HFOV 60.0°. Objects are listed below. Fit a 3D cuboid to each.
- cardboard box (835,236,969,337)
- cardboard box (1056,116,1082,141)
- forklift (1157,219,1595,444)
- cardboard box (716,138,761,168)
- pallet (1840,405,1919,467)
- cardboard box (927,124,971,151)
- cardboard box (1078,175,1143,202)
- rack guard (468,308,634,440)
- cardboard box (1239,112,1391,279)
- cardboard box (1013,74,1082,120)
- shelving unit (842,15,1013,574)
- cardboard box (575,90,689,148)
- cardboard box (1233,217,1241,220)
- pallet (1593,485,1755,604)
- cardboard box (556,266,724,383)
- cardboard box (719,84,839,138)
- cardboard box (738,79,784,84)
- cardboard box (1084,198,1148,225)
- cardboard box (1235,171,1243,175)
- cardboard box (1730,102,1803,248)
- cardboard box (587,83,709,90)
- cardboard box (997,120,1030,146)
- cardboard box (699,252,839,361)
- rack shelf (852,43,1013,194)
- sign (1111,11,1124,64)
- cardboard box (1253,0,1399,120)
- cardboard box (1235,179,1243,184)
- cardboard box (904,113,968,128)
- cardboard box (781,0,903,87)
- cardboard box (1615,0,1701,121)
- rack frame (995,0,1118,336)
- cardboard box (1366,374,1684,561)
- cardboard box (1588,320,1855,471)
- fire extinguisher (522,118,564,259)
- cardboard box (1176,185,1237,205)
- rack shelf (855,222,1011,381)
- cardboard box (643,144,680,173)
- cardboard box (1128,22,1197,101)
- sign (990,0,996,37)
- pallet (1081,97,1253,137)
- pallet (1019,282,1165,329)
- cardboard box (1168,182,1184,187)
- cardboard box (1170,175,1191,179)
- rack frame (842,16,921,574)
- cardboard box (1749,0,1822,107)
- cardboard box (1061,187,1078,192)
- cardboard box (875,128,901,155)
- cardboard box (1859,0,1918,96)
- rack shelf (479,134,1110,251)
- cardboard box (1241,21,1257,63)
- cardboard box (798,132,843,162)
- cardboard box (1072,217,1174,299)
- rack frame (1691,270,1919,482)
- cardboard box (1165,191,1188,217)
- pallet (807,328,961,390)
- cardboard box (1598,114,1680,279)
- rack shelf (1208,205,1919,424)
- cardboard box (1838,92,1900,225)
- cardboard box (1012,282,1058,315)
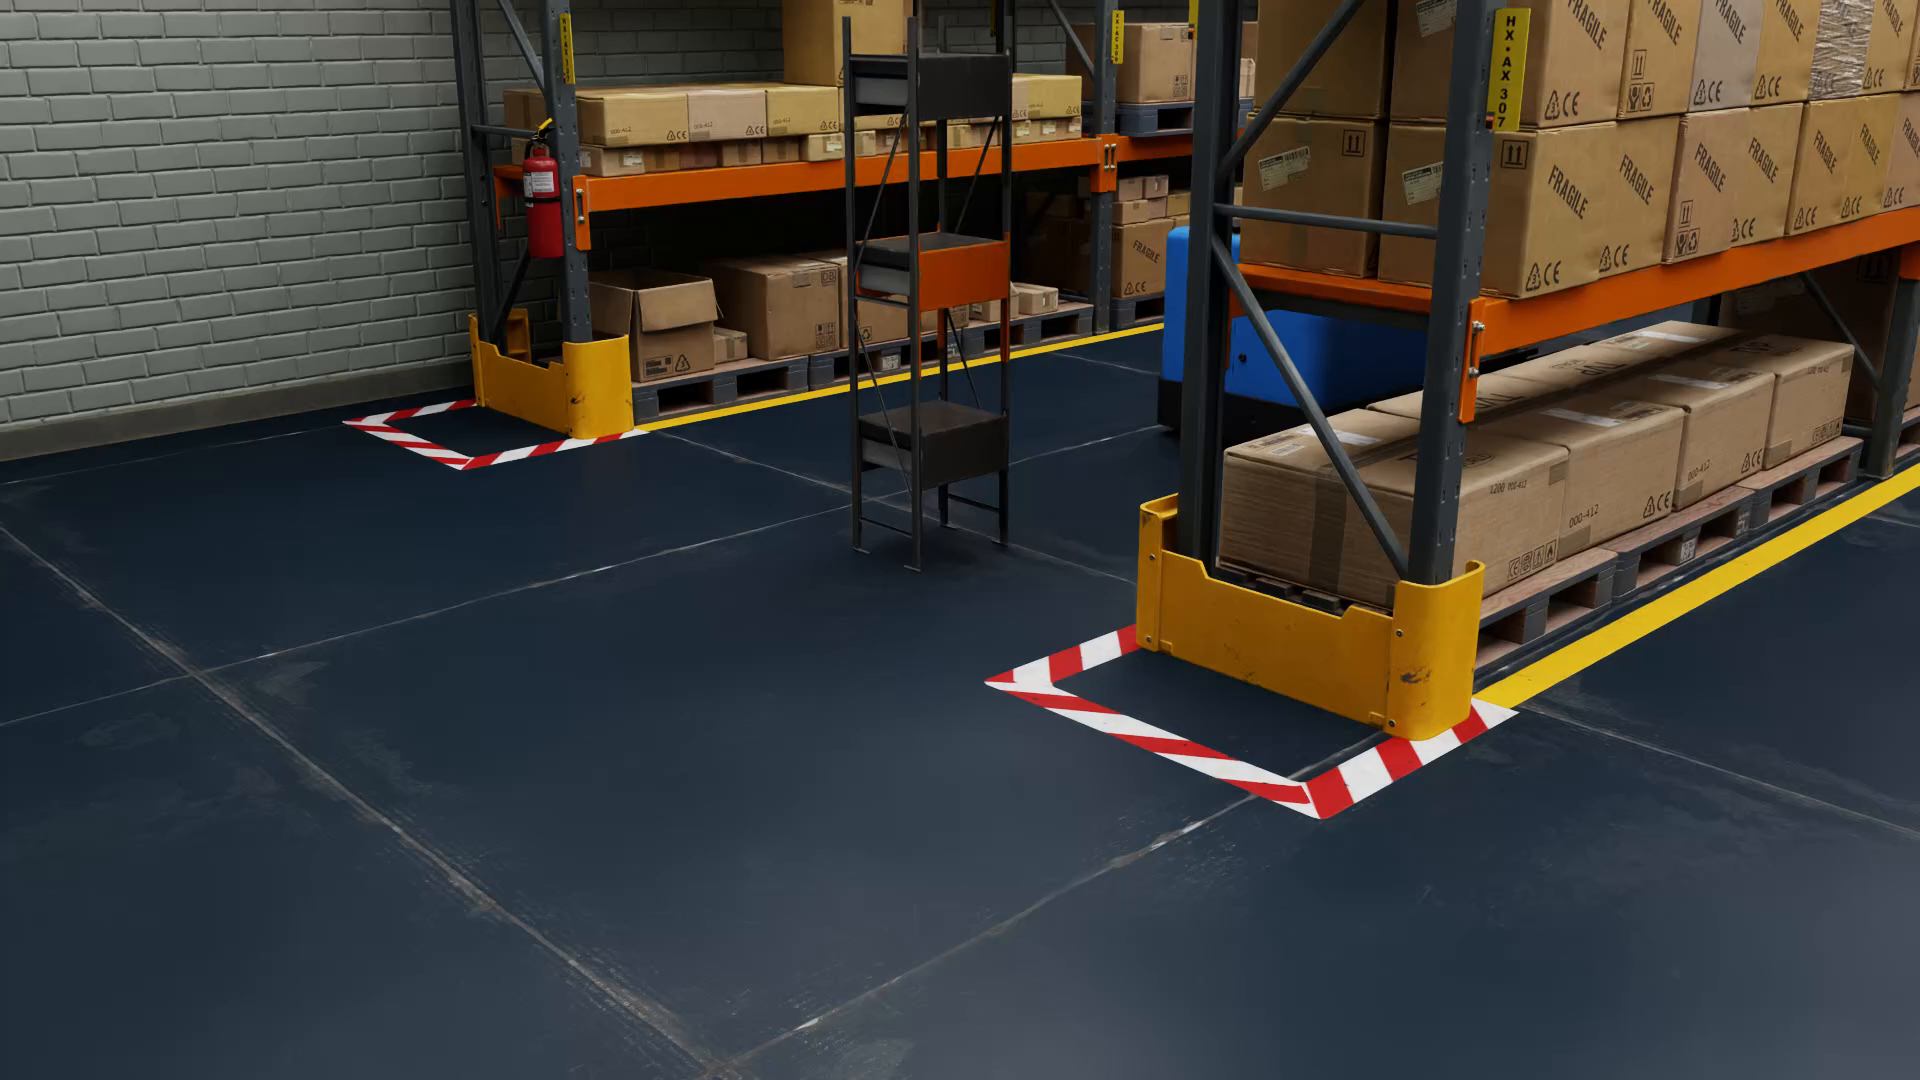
[{"bbox_3d":[-0.365,-1.599,10.423,0.700,0.500,0.500,17,24,42],"label":"cardboard box"},{"bbox_3d":[0.572,-2.691,10.828,0.250,0.149,0.380,-16,24,-40],"label":"cardboard box"},{"bbox_3d":[2.452,-2.134,8.815,3.031,2.935,1.130,-16,24,-40],"label":"forklift"},{"bbox_3d":[-1.304,-2.143,9.139,0.250,0.149,0.380,-15,23,-39],"label":"cardboard box"},{"bbox_3d":[4.552,-0.677,8.730,1.213,0.211,1.003,-16,24,-41],"label":"pallet"},{"bbox_3d":[-0.150,-2.461,10.117,0.250,0.149,0.380,-17,24,-42],"label":"cardboard box"},{"bbox_3d":[1.032,-2.425,11.440,0.250,0.149,0.380,-17,24,-42],"label":"cardboard box"},{"bbox_3d":[-2.222,-0.914,8.993,0.348,0.500,1.175,-16,24,-41],"label":"rack guard"},{"bbox_3d":[1.305,-1.185,5.613,0.500,0.500,0.500,-16,24,-41],"label":"cardboard box"},{"bbox_3d":[0.427,-2.842,10.648,0.500,0.250,0.500,-15,24,-39],"label":"cardboard box"},{"bbox_3d":[-0.120,-0.964,6.553,0.503,2.100,0.431,-16,24,-41],"label":"shelving unit"},{"bbox_3d":[-1.762,-2.193,8.646,0.500,0.250,0.500,-16,24,-41],"label":"cardboard box"},{"bbox_3d":[1.882,-2.217,12.332,0.500,0.500,0.500,17,25,42],"label":"cardboard box"},{"bbox_3d":[2.550,-0.093,6.930,1.213,0.211,1.003,-16,24,-41],"label":"pallet"},{"bbox_3d":[-1.767,-1.208,9.213,0.797,0.503,0.637,17,24,42],"label":"cardboard box"},{"bbox_3d":[-1.030,-2.408,9.309,0.500,0.250,0.500,-17,24,-42],"label":"cardboard box"},{"bbox_3d":[-1.006,-2.638,10.018,0.500,0.250,0.500,-16,24,-41],"label":"cardboard box"},{"bbox_3d":[1.073,-2.270,11.444,0.250,0.149,0.380,-15,23,-38],"label":"cardboard box"},{"bbox_3d":[2.188,-2.837,13.191,0.250,0.149,0.380,-17,24,-42],"label":"cardboard box"},{"bbox_3d":[2.765,-1.387,6.238,0.500,0.500,0.500,-15,23,-39],"label":"cardboard box"},{"bbox_3d":[-1.749,-2.423,9.356,0.500,0.250,0.500,-16,24,-41],"label":"cardboard box"},{"bbox_3d":[0.225,-2.570,10.456,0.250,0.149,0.380,-15,24,-39],"label":"cardboard box"},{"bbox_3d":[-1.119,-1.379,9.745,0.500,0.500,0.700,-15,23,-39],"label":"cardboard box"},{"bbox_3d":[-0.120,-1.617,6.341,0.480,0.518,0.431,-16,24,-41],"label":"rack shelf"},{"bbox_3d":[1.008,-3.226,10.669,0.005,0.325,0.100,-16,24,-41],"label":"sign"},{"bbox_3d":[1.323,-1.654,5.440,0.500,0.500,0.500,-15,23,-39],"label":"cardboard box"},{"bbox_3d":[2.155,-2.625,12.537,0.250,0.149,0.380,-16,24,-41],"label":"cardboard box"},{"bbox_3d":[-0.298,-2.630,9.994,0.500,0.250,0.500,-16,24,-41],"label":"cardboard box"},{"bbox_3d":[-0.672,-2.868,9.511,0.500,0.500,0.500,-15,24,-39],"label":"cardboard box"},{"bbox_3d":[2.051,-1.648,5.420,0.500,0.500,0.500,-17,25,-42],"label":"cardboard box"},{"bbox_3d":[0.630,-2.935,11.172,0.127,3.000,1.000,-16,24,-41],"label":"rack frame"},{"bbox_3d":[2.206,-0.315,6.565,0.875,0.438,0.875,-15,24,-39],"label":"cardboard box"},{"bbox_3d":[3.513,-0.695,7.738,0.875,0.438,0.875,-17,24,-42],"label":"cardboard box"},{"bbox_3d":[-2.066,-1.738,8.212,0.183,0.674,0.296,-16,24,-41],"label":"fire extinguisher"},{"bbox_3d":[1.797,-2.509,12.180,0.250,0.149,0.380,-16,24,-41],"label":"cardboard box"},{"bbox_3d":[-0.120,-0.951,6.557,0.480,0.518,0.431,-16,24,-41],"label":"rack shelf"},{"bbox_3d":[-1.696,-2.040,8.820,0.250,0.149,0.380,-15,24,-39],"label":"cardboard box"},{"bbox_3d":[1.511,-3.344,11.592,0.500,0.500,0.700,-16,24,-40],"label":"cardboard box"},{"bbox_3d":[0.246,-3.609,11.375,0.005,0.325,0.100,-16,24,-41],"label":"sign"},{"bbox_3d":[1.285,-2.988,11.649,1.213,0.211,1.003,-16,24,-41],"label":"pallet"},{"bbox_3d":[1.195,-1.789,12.160,1.213,0.211,1.003,-16,24,-41],"label":"pallet"},{"bbox_3d":[1.462,-2.613,12.502,0.250,0.149,0.380,-15,23,-39],"label":"cardboard box"},{"bbox_3d":[1.815,-2.727,12.853,0.380,0.149,0.250,17,24,42],"label":"cardboard box"},{"bbox_3d":[-0.298,-0.912,6.393,0.015,2.100,0.400,-16,24,-41],"label":"rack frame"},{"bbox_3d":[2.782,-1.864,6.088,0.500,0.500,0.500,-16,24,-41],"label":"cardboard box"},{"bbox_3d":[0.887,-2.453,12.009,0.250,0.149,0.380,-16,24,-41],"label":"cardboard box"},{"bbox_3d":[-0.562,-2.368,9.832,0.250,0.149,0.380,-16,24,-41],"label":"cardboard box"},{"bbox_3d":[3.515,-2.079,6.749,0.500,0.500,0.500,-17,24,-42],"label":"cardboard box"},{"bbox_3d":[-0.824,-2.169,9.976,4.000,0.370,1.077,-16,24,-41],"label":"rack shelf"},{"bbox_3d":[2.081,-3.510,12.105,0.500,0.500,0.700,-16,24,-41],"label":"cardboard box"},{"bbox_3d":[-0.879,-2.238,9.430,0.380,0.149,0.250,17,25,42],"label":"cardboard box"},{"bbox_3d":[1.136,-1.997,11.654,0.500,0.500,0.500,-15,23,-38],"label":"cardboard box"},{"bbox_3d":[4.043,-1.823,7.744,0.127,3.000,1.000,-16,24,-41],"label":"rack frame"},{"bbox_3d":[1.400,-2.403,11.854,0.380,0.149,0.250,16,24,41],"label":"cardboard box"},{"bbox_3d":[-0.757,-1.203,10.353,1.213,0.211,1.003,-16,24,-41],"label":"pallet"},{"bbox_3d":[2.031,-1.174,5.580,0.500,0.500,0.500,-17,24,-42],"label":"cardboard box"},{"bbox_3d":[2.589,-1.057,6.548,4.000,0.370,1.077,-16,24,-41],"label":"rack shelf"},{"bbox_3d":[3.511,-1.605,6.909,0.500,0.500,0.500,-17,25,-42],"label":"cardboard box"},{"bbox_3d":[0.427,-1.594,10.980,0.380,0.149,0.250,17,25,42],"label":"cardboard box"}]
